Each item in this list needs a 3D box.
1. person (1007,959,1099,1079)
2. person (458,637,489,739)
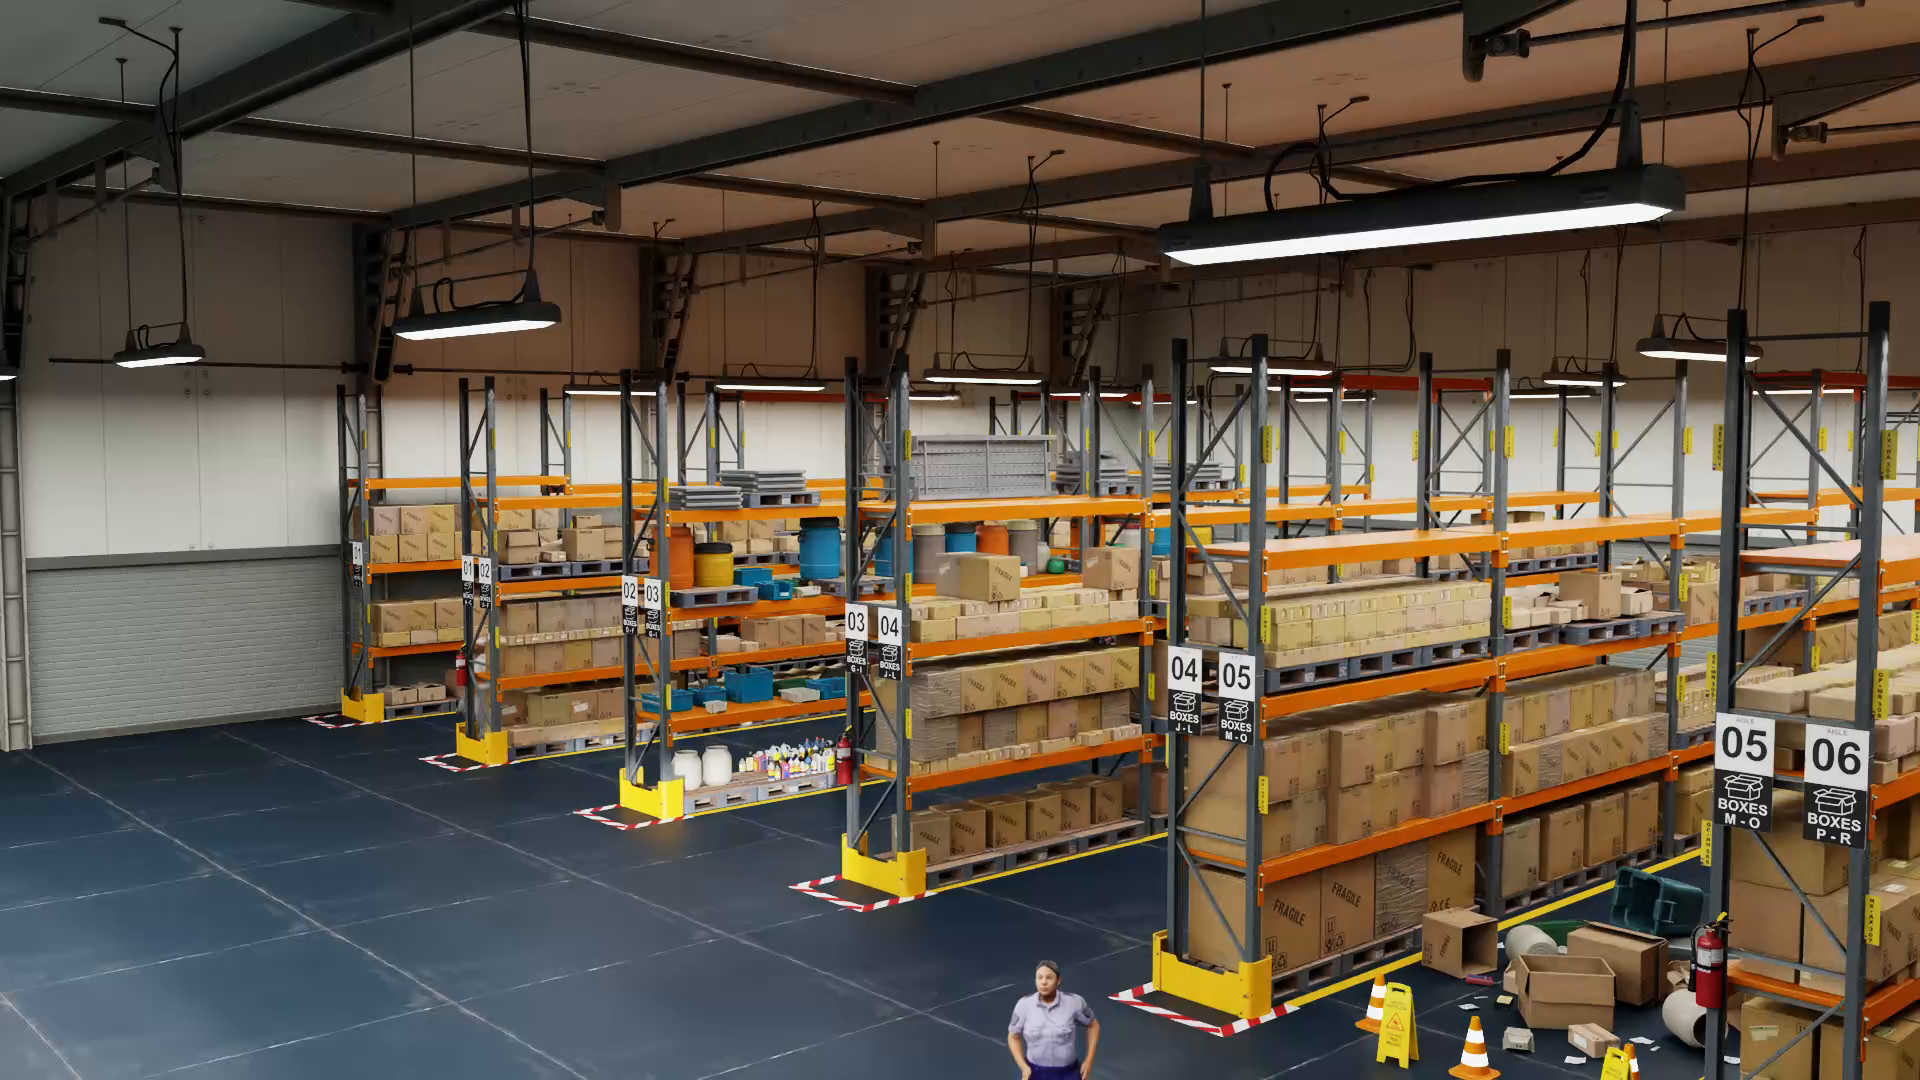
[{"bbox_3d":[0.616,3.633,11.166,0.616,1.609,0.508,1,4,8],"label":"person"},{"bbox_3d":[-8.117,2.477,27.765,0.695,1.720,0.583,3,5,35],"label":"person"}]
